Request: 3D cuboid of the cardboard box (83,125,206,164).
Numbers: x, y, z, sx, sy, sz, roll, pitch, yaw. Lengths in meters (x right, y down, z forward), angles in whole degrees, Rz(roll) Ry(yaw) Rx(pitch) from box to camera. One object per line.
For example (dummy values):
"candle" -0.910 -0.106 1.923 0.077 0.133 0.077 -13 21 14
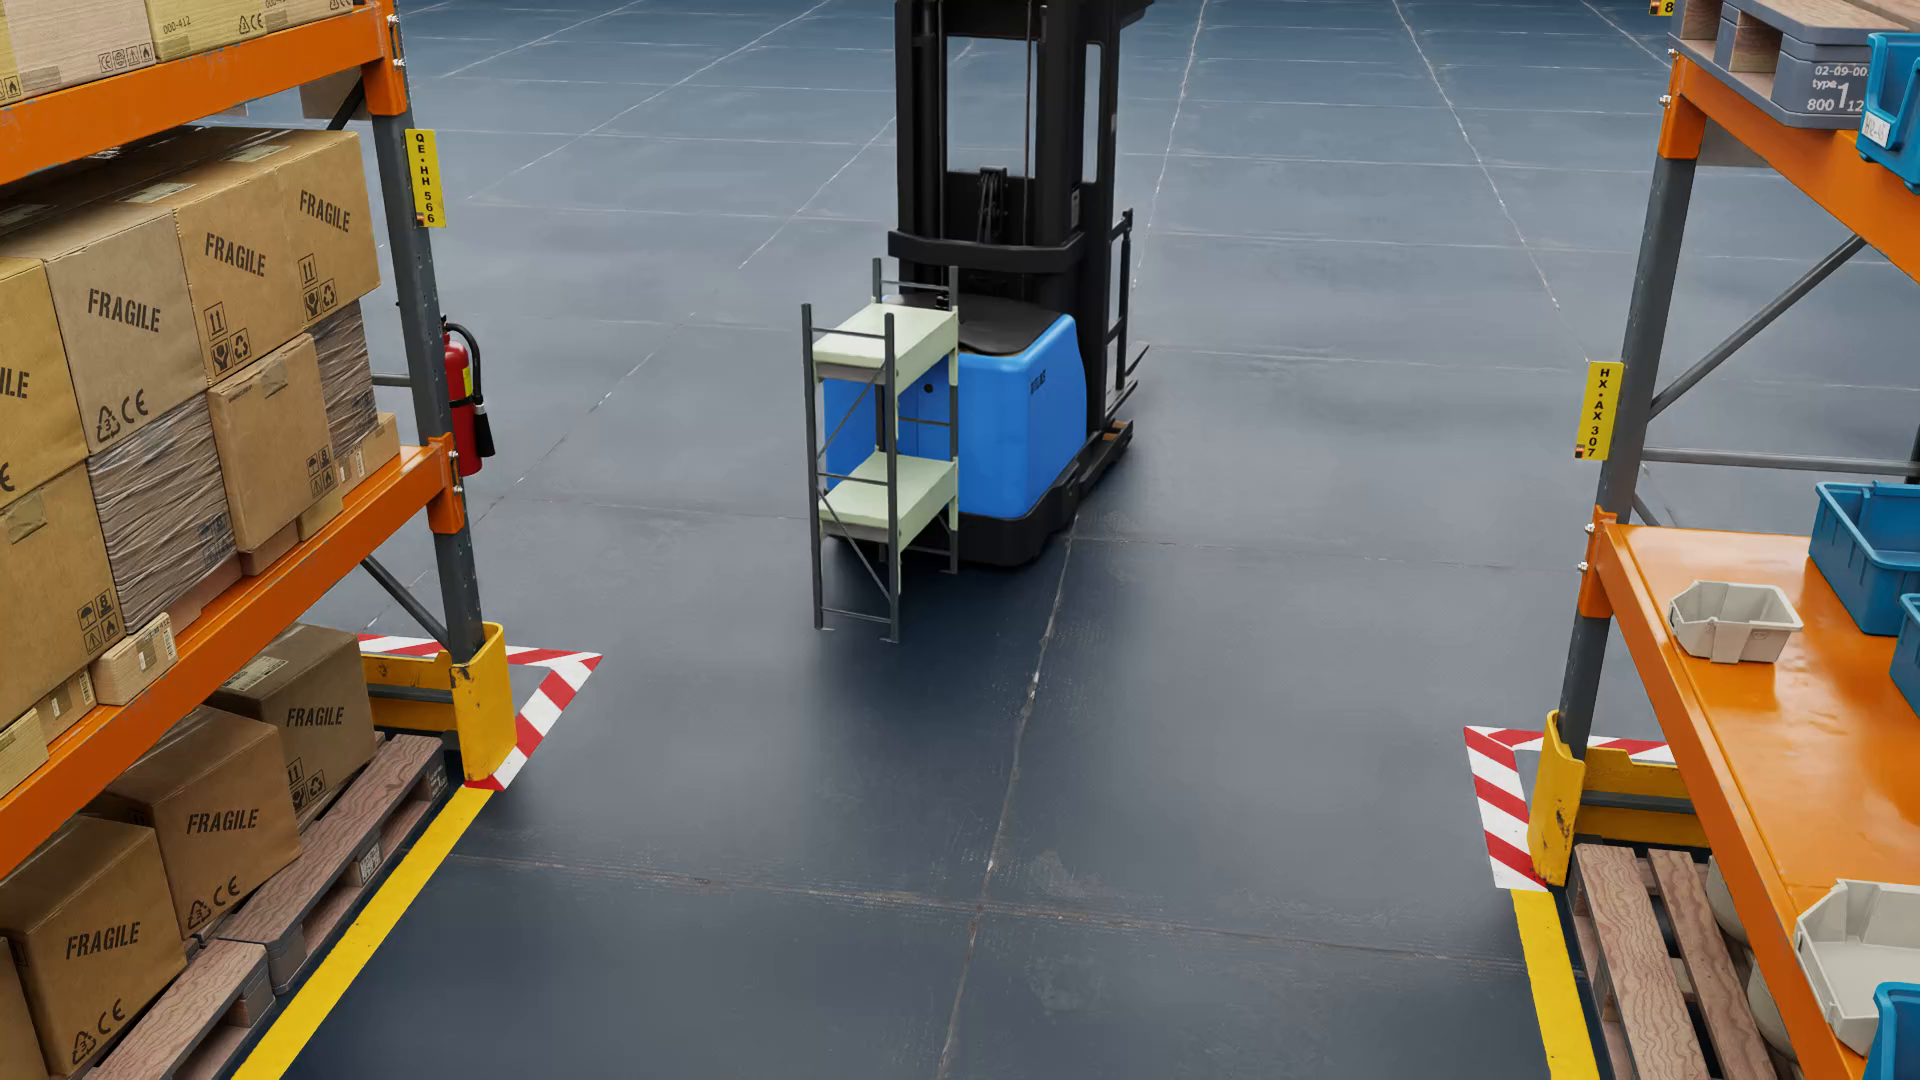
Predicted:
"cardboard box" -2.685 -1.006 5.213 0.500 0.500 0.500 4 25 9

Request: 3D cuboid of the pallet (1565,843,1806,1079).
"pallet" 2.456 1.396 5.018 1.003 0.211 1.213 4 25 9

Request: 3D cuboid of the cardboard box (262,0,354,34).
"cardboard box" -2.154 -1.656 4.888 0.500 0.250 0.500 5 25 10

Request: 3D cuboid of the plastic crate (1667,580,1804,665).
"plastic crate" 2.097 0.230 4.531 0.298 0.136 0.250 4 25 9

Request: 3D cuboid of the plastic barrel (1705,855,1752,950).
"plastic barrel" 2.528 0.976 5.066 0.421 0.512 0.421 0 25 0

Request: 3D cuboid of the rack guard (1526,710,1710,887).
"rack guard" 2.594 0.926 5.682 1.175 0.500 0.348 4 25 9

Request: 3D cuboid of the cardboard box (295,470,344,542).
"cardboard box" -2.201 -0.124 5.274 0.380 0.149 0.250 4 25 9

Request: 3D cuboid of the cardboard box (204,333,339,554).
"cardboard box" -2.406 -0.319 4.924 0.875 0.500 0.500 4 25 9

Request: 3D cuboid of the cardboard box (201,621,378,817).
"cardboard box" -2.445 0.618 5.846 0.500 0.500 0.500 9 27 18

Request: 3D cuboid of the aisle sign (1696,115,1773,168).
"aisle sign" 2.283 -1.469 4.784 0.394 0.787 0.004 4 25 9

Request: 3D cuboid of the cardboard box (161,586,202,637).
"cardboard box" -2.357 0.187 4.609 0.380 0.149 0.250 4 25 9

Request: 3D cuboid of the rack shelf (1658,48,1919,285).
"rack shelf" 2.233 -0.437 2.957 1.077 0.370 4.000 4 25 9

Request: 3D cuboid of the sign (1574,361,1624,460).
"sign" 2.018 -0.406 5.254 0.100 0.325 0.005 4 25 9

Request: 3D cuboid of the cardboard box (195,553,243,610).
"cardboard box" -2.338 0.081 4.836 0.380 0.149 0.250 4 25 9

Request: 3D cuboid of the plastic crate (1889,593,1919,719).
"plastic crate" 2.662 0.327 4.188 0.499 0.251 0.408 4 25 9

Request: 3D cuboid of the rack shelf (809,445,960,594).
"rack shelf" -0.327 -0.104 7.473 0.431 0.370 0.720 9 27 18

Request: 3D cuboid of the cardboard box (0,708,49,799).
"cardboard box" -2.416 0.505 3.929 0.380 0.149 0.250 4 25 9

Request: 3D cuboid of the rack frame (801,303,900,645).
"rack frame" -0.455 -0.254 7.024 0.400 1.500 0.023 9 27 18

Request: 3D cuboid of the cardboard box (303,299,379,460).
"cardboard box" -2.443 -0.536 5.389 0.875 0.500 0.500 4 25 9

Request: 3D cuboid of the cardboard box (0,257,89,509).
"cardboard box" -2.422 -0.343 3.796 0.500 0.500 0.500 4 25 9

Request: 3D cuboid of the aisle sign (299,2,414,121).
"aisle sign" -2.020 -1.767 5.420 0.394 0.787 0.004 4 25 9

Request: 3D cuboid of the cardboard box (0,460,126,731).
"cardboard box" -2.624 0.096 4.039 0.875 0.500 0.500 4 25 9

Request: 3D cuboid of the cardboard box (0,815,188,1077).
"cardboard box" -2.630 1.130 4.750 0.500 0.500 0.500 6 26 13

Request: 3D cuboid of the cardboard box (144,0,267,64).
"cardboard box" -2.233 -1.447 4.441 0.500 0.250 0.500 4 25 9

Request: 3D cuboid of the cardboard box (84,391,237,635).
"cardboard box" -2.531 -0.113 4.484 0.875 0.500 0.500 4 25 9

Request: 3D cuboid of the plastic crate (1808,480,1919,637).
"plastic crate" 2.774 0.056 4.767 0.499 0.251 0.616 4 25 9

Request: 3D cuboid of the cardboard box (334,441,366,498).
"cardboard box" -2.210 -0.233 5.505 0.380 0.149 0.250 4 25 9

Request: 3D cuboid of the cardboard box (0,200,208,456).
"cardboard box" -2.332 -0.552 4.242 0.500 0.500 0.500 4 25 9

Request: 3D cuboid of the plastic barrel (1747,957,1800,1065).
"plastic barrel" 2.446 1.186 4.618 0.421 0.512 0.421 0 25 0

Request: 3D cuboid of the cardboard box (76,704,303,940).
"cardboard box" -2.509 0.870 5.306 0.500 0.500 0.500 11 27 22

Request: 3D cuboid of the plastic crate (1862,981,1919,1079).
"plastic crate" 1.820 1.017 2.714 0.499 0.251 0.616 4 25 9

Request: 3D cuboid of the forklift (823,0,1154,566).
"forklift" 0.329 -1.805 8.649 1.130 2.935 3.031 9 27 18

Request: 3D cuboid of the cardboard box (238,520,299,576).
"cardboard box" -2.257 -0.021 5.053 0.380 0.149 0.250 4 25 9

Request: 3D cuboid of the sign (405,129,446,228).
"sign" -1.782 -1.205 5.548 0.100 0.325 0.005 4 25 9

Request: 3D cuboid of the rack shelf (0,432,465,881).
"rack shelf" -2.653 0.578 4.326 1.077 0.370 4.000 4 25 9

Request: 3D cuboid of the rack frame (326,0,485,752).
"rack frame" -2.326 -0.584 5.960 1.000 3.000 0.127 4 25 9

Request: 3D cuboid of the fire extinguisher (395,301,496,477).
"fire extinguisher" -1.853 -0.565 6.011 0.296 0.674 0.183 4 25 9

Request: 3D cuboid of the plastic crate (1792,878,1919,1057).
"plastic crate" 1.922 0.855 3.197 0.530 0.136 0.437 4 25 9

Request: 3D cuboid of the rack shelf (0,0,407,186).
"rack shelf" -2.653 -0.781 3.690 1.077 0.370 4.000 4 25 9

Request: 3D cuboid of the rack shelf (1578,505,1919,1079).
"rack shelf" 2.233 0.921 3.592 1.077 0.370 4.000 4 25 9

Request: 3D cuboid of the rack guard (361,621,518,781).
"rack guard" -2.338 0.580 6.422 1.175 0.500 0.348 4 25 9

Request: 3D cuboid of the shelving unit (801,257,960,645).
"shelving unit" -0.327 -0.400 7.335 0.431 1.500 0.755 9 27 18

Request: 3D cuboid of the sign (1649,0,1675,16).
"sign" 2.018 -1.644 4.675 0.100 0.325 0.005 4 25 9

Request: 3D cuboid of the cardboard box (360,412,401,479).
"cardboard box" -2.169 -0.337 5.728 0.380 0.149 0.250 4 25 9

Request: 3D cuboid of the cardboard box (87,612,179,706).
"cardboard box" -2.310 0.298 4.372 0.380 0.149 0.250 4 25 9

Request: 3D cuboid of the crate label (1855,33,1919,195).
"crate label" 1.928 -0.772 2.999 0.502 0.251 0.408 4 25 9

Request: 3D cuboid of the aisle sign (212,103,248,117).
"aisle sign" -2.612 -1.808 5.509 0.394 0.787 0.004 4 25 9

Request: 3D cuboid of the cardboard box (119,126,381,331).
"cardboard box" -2.172 -0.970 5.136 0.500 0.500 0.500 4 25 9

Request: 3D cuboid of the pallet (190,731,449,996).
"pallet" -2.506 1.048 5.763 1.003 0.211 1.213 4 25 9

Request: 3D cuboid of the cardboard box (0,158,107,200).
"cardboard box" -2.773 -0.797 4.767 0.500 0.500 0.500 4 25 9

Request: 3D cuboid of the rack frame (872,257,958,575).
"rack frame" -0.199 -0.545 7.645 0.400 1.500 0.023 9 27 18

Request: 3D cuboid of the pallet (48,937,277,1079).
"pallet" -2.708 1.556 4.676 1.003 0.211 1.213 4 25 9

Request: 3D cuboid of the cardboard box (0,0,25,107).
"cardboard box" -2.402 -1.022 3.534 0.500 0.250 0.500 4 25 8

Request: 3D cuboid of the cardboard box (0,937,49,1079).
"cardboard box" -2.765 1.361 4.258 0.500 0.500 0.500 2 25 4

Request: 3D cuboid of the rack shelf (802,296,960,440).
"rack shelf" -0.327 -0.753 7.169 0.431 0.370 0.720 9 27 18

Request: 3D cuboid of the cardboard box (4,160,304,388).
"cardboard box" -2.248 -0.761 4.688 0.500 0.500 0.500 4 25 9

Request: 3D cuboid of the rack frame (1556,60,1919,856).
"rack frame" 2.560 -0.241 5.227 1.000 3.000 0.127 4 25 9

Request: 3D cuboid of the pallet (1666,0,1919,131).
"pallet" 2.329 -1.175 3.906 1.003 0.211 1.213 4 25 9

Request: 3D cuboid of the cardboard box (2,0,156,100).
"cardboard box" -2.325 -1.233 3.984 0.500 0.250 0.500 5 25 10

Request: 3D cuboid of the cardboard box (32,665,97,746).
"cardboard box" -2.420 0.397 4.159 0.380 0.149 0.250 4 25 9
